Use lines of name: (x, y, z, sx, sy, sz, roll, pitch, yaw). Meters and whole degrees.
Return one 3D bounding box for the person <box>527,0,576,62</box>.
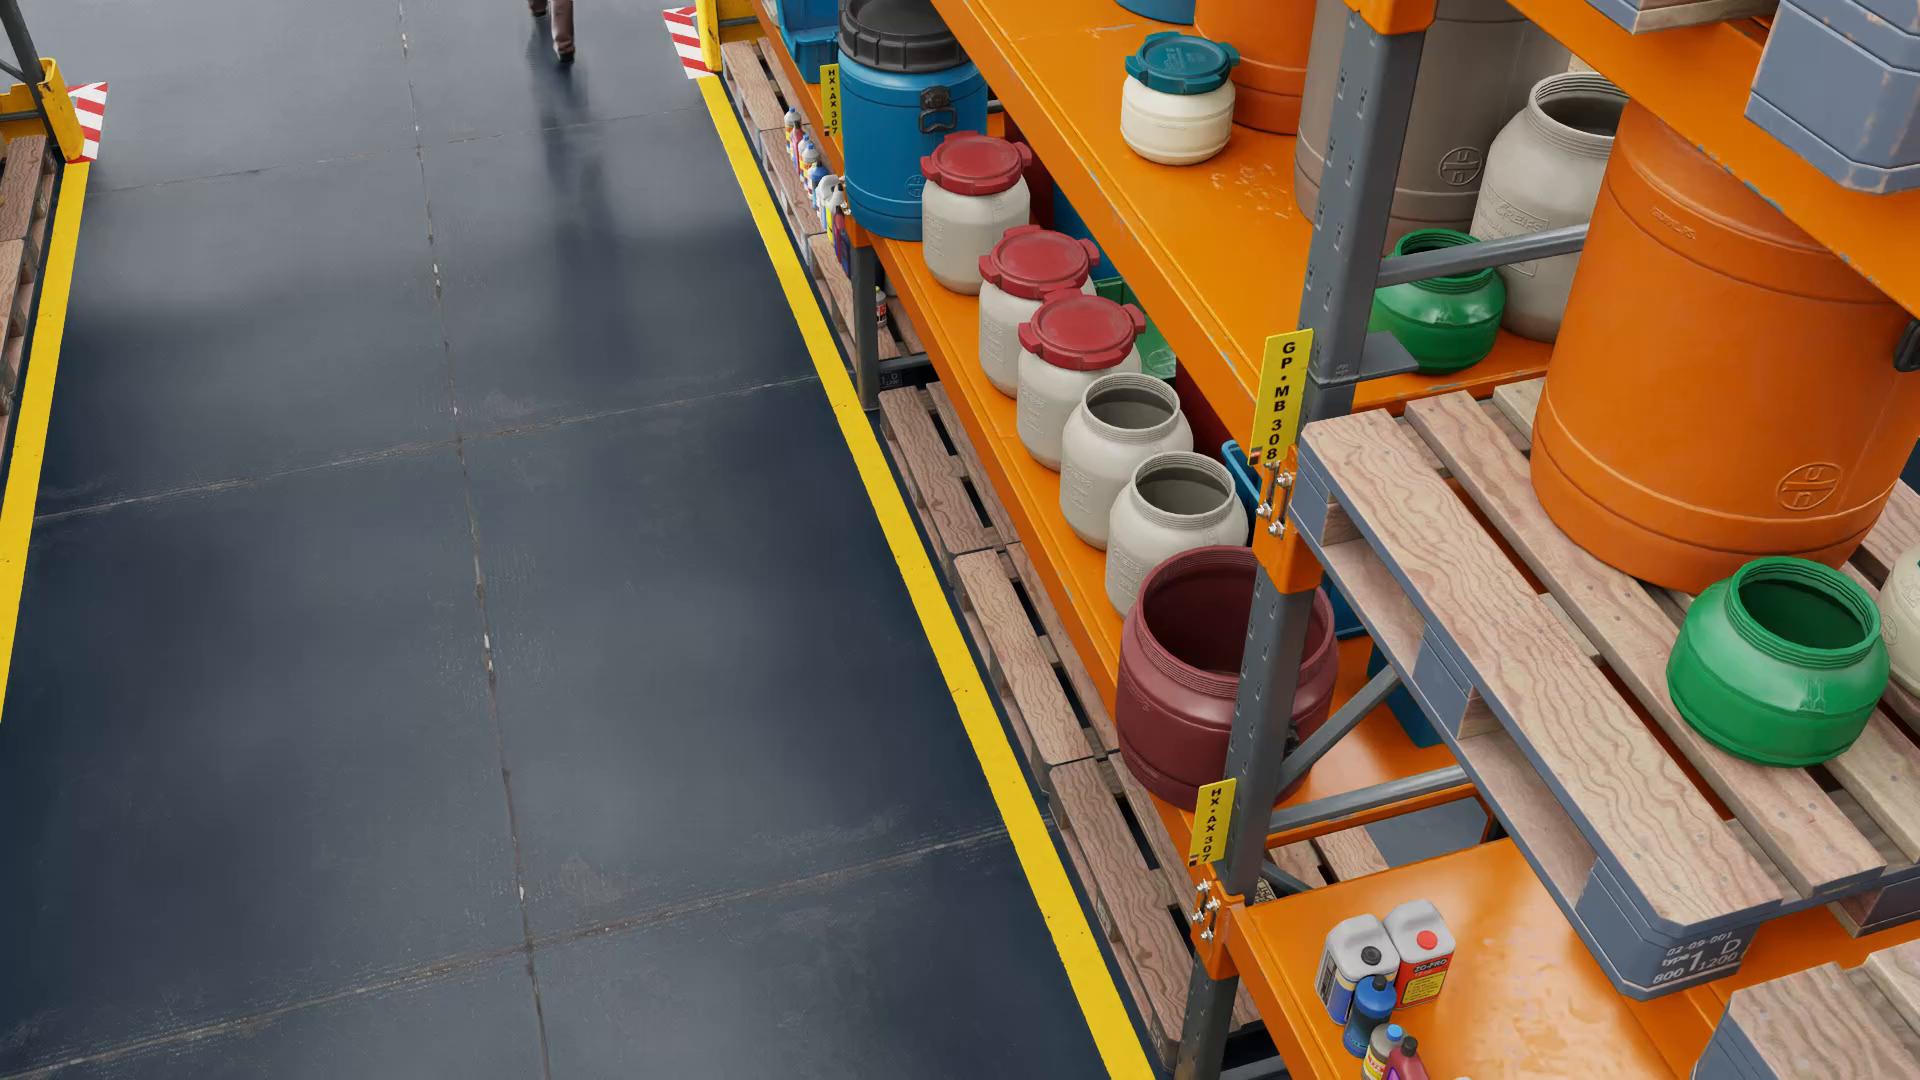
person: (-2.680, -4.038, 10.650, 0.573, 1.665, 1.022, -4, 42, -5)
